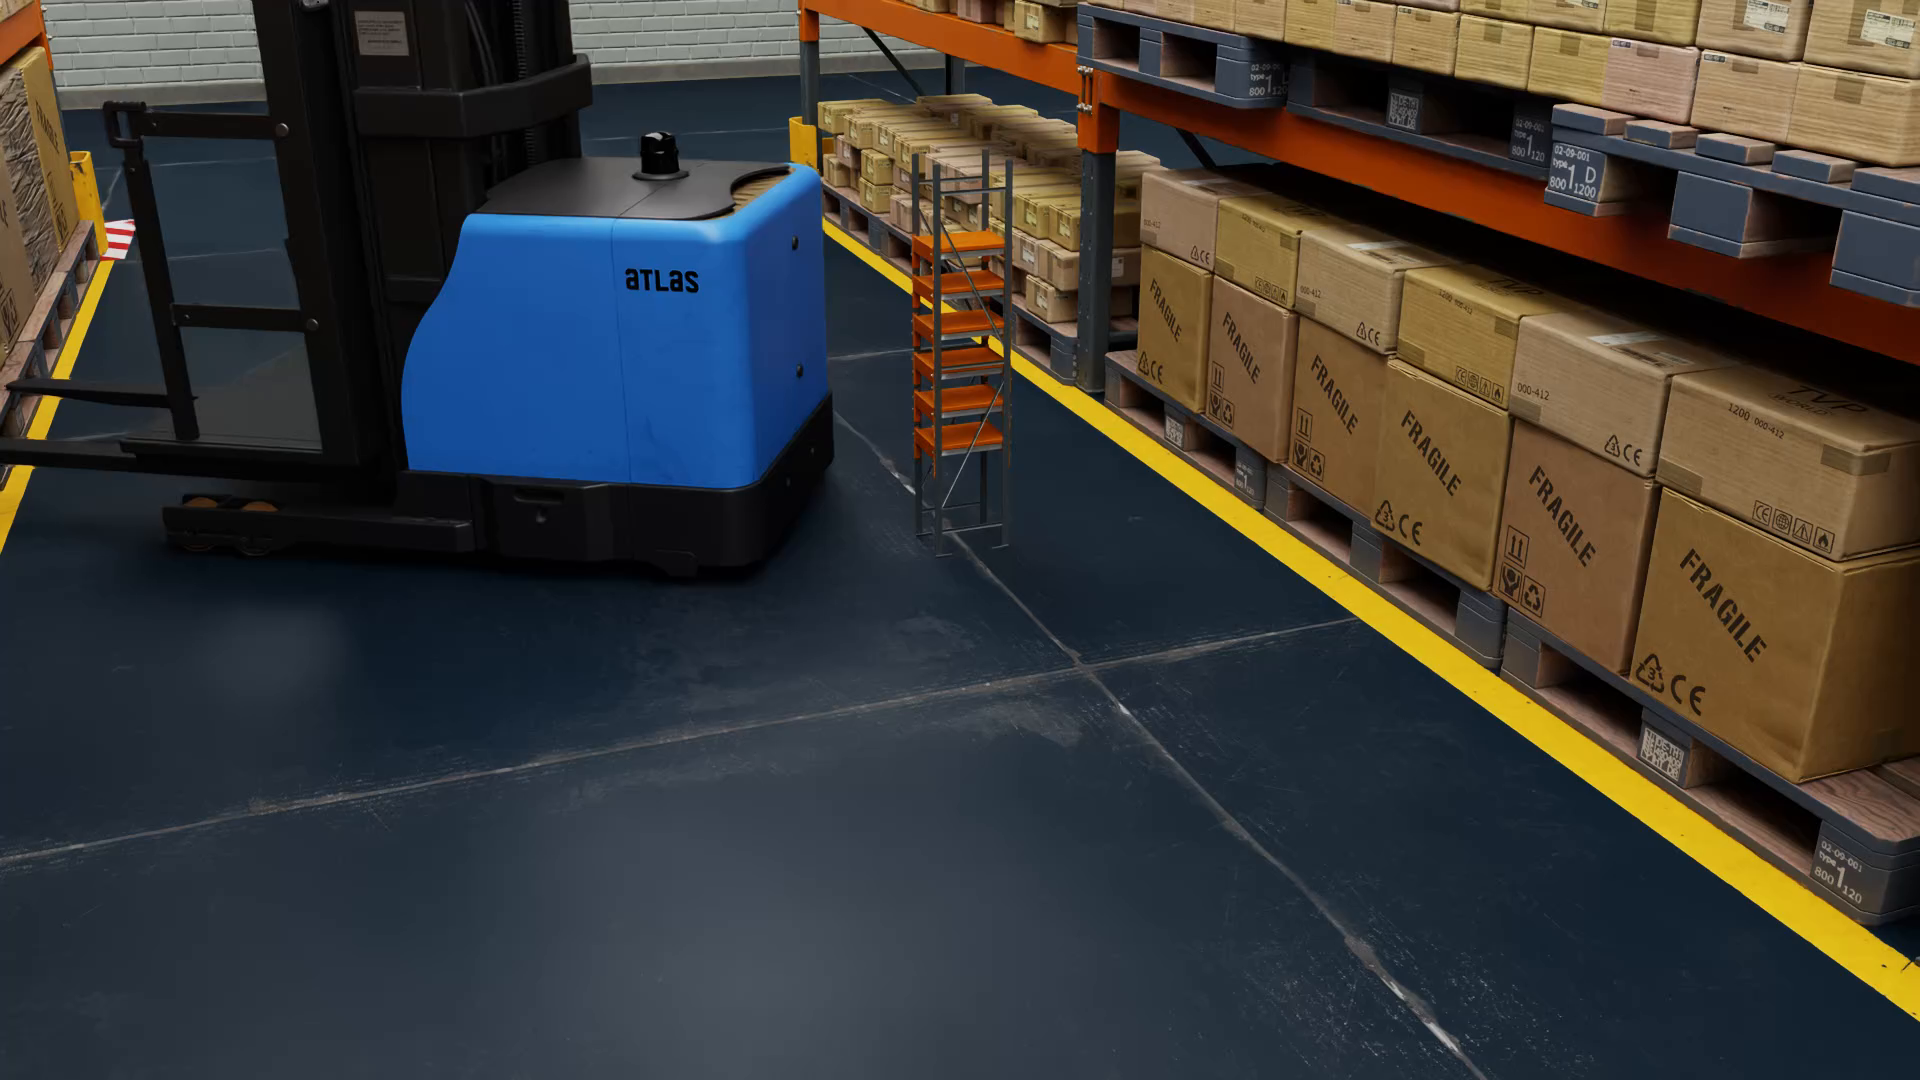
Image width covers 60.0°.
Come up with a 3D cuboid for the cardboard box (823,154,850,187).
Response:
[{"bbox_3d":[-0.573,-2.146,9.609,0.380,0.149,0.250,-8,24,-18],"label":"cardboard box"}]

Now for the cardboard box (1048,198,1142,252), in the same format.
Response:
[{"bbox_3d":[0.585,-1.294,6.823,0.380,0.149,0.250,-8,24,-17],"label":"cardboard box"}]

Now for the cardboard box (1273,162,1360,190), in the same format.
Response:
[{"bbox_3d":[1.454,-1.198,5.943,0.500,0.250,0.500,-9,24,-20],"label":"cardboard box"}]

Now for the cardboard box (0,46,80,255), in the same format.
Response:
[{"bbox_3d":[-4.834,-1.849,7.971,0.875,0.875,0.875,-8,24,-19],"label":"cardboard box"}]

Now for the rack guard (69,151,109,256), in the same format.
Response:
[{"bbox_3d":[-5.143,-1.713,8.671,1.175,0.500,0.348,-8,24,-19],"label":"rack guard"}]

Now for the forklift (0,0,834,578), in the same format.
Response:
[{"bbox_3d":[-1.999,-1.497,5.029,3.031,2.935,1.130,4,23,9],"label":"forklift"}]

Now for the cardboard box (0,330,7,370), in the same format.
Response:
[{"bbox_3d":[-3.880,-0.868,5.643,0.875,0.875,0.875,-8,24,-19],"label":"cardboard box"}]

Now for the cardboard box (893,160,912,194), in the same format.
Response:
[{"bbox_3d":[-0.129,-1.916,8.681,0.380,0.149,0.250,-10,25,-22],"label":"cardboard box"}]

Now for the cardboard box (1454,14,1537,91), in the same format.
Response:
[{"bbox_3d":[1.404,-1.160,3.923,0.380,0.149,0.250,-9,25,-21],"label":"cardboard box"}]

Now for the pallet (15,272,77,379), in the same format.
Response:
[{"bbox_3d":[-4.352,-0.849,6.993,1.003,0.211,1.213,-8,24,-19],"label":"pallet"}]

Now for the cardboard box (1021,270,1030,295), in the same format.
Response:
[{"bbox_3d":[0.483,-1.128,7.195,0.380,0.149,0.250,-8,24,-18],"label":"cardboard box"}]

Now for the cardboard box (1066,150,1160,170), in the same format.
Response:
[{"bbox_3d":[0.722,-1.743,7.888,0.380,0.149,0.250,-8,24,-18],"label":"cardboard box"}]

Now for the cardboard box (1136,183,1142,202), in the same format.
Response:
[{"bbox_3d":[0.984,-1.463,7.222,0.380,0.149,0.250,-7,24,-16],"label":"cardboard box"}]

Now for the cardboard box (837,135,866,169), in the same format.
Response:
[{"bbox_3d":[-0.470,-2.184,9.317,0.380,0.149,0.250,-8,24,-19],"label":"cardboard box"}]

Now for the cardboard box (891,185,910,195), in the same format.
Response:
[{"bbox_3d":[-0.143,-1.785,8.753,0.380,0.149,0.250,-8,24,-19],"label":"cardboard box"}]

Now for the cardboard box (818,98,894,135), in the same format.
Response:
[{"bbox_3d":[-0.592,-2.417,9.487,0.380,0.149,0.250,-10,25,-21],"label":"cardboard box"}]

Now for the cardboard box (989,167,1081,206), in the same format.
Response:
[{"bbox_3d":[0.344,-1.576,7.492,0.380,0.149,0.250,-8,24,-17],"label":"cardboard box"}]

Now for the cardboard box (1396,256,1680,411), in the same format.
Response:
[{"bbox_3d":[1.527,-0.562,4.434,0.500,0.250,0.500,-8,24,-18],"label":"cardboard box"}]

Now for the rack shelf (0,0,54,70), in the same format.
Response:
[{"bbox_3d":[-4.428,-1.798,6.581,1.077,0.370,4.000,-8,24,-19],"label":"rack shelf"}]

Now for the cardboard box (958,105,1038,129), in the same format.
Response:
[{"bbox_3d":[0.210,-2.321,9.258,0.380,0.149,0.250,-9,24,-20],"label":"cardboard box"}]

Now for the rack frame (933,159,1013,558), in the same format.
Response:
[{"bbox_3d":[0.037,-0.514,4.926,0.240,1.200,0.006,-8,24,-19],"label":"rack frame"}]

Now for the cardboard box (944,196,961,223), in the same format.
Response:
[{"bbox_3d":[0.146,-1.621,7.980,0.380,0.149,0.250,-10,25,-21],"label":"cardboard box"}]

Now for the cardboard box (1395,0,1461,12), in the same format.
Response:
[{"bbox_3d":[1.309,-1.394,4.094,0.380,0.149,0.250,-8,24,-18],"label":"cardboard box"}]

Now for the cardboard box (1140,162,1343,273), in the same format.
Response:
[{"bbox_3d":[0.968,-1.129,5.780,0.500,0.250,0.500,-9,25,-21],"label":"cardboard box"}]

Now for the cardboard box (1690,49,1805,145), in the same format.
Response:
[{"bbox_3d":[1.677,-0.878,3.254,0.380,0.149,0.250,-8,24,-19],"label":"cardboard box"}]

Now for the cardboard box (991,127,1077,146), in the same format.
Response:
[{"bbox_3d":[0.379,-2.017,8.538,0.380,0.149,0.250,-9,25,-21],"label":"cardboard box"}]

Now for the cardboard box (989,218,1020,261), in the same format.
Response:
[{"bbox_3d":[0.327,-1.326,7.281,0.380,0.149,0.250,-9,25,-21],"label":"cardboard box"}]

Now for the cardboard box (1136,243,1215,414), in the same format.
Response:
[{"bbox_3d":[0.967,-0.784,5.925,0.500,0.500,0.500,-7,24,-17],"label":"cardboard box"}]

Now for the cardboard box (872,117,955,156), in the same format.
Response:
[{"bbox_3d":[-0.248,-2.146,8.843,0.380,0.149,0.250,-10,25,-22],"label":"cardboard box"}]

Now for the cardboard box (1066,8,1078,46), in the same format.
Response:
[{"bbox_3d":[0.634,-2.003,6.463,0.380,0.149,0.250,-9,24,-20],"label":"cardboard box"}]

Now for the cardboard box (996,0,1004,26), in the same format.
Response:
[{"bbox_3d":[0.376,-2.290,7.144,0.380,0.149,0.250,-9,24,-20],"label":"cardboard box"}]

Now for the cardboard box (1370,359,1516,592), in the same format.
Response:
[{"bbox_3d":[1.508,-0.217,4.582,0.500,0.500,0.500,-9,25,-21],"label":"cardboard box"}]

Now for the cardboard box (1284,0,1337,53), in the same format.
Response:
[{"bbox_3d":[1.129,-1.445,4.598,0.380,0.149,0.250,-9,24,-20],"label":"cardboard box"}]

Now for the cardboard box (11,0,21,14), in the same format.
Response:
[{"bbox_3d":[-4.520,-2.470,7.573,0.380,0.149,0.250,-8,24,-19],"label":"cardboard box"}]

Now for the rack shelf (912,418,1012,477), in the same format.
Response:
[{"bbox_3d":[0.005,-0.286,5.115,0.258,0.103,0.180,-8,24,-19],"label":"rack shelf"}]

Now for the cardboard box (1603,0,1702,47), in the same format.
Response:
[{"bbox_3d":[1.575,-1.117,3.439,0.380,0.149,0.250,-8,24,-18],"label":"cardboard box"}]

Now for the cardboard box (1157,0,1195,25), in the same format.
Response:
[{"bbox_3d":[0.851,-1.727,5.268,0.380,0.149,0.250,-8,24,-19],"label":"cardboard box"}]

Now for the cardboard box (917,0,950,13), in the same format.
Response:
[{"bbox_3d":[0.015,-2.561,7.788,0.380,0.149,0.250,-8,24,-18],"label":"cardboard box"}]

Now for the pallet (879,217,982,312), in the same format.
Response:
[{"bbox_3d":[0.249,-1.445,8.407,1.003,0.211,1.213,-8,24,-19],"label":"pallet"}]

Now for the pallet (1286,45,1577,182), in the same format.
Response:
[{"bbox_3d":[1.630,-1.219,4.526,1.003,0.211,1.213,-8,24,-19],"label":"pallet"}]

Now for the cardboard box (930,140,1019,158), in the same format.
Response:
[{"bbox_3d":[0.070,-1.864,8.173,0.380,0.149,0.250,-8,24,-19],"label":"cardboard box"}]

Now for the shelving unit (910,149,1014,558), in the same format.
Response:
[{"bbox_3d":[0.005,-0.548,5.004,0.258,1.200,0.189,-8,24,-19],"label":"shelving unit"}]

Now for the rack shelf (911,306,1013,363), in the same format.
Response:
[{"bbox_3d":[0.005,-0.617,4.975,0.258,0.103,0.180,-8,24,-19],"label":"rack shelf"}]

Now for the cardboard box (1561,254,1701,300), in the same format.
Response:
[{"bbox_3d":[2.008,-0.630,4.595,0.500,0.250,0.500,-8,24,-19],"label":"cardboard box"}]

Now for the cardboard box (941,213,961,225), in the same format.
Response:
[{"bbox_3d":[0.102,-1.502,8.083,0.380,0.149,0.250,-8,24,-18],"label":"cardboard box"}]

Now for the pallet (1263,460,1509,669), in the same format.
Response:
[{"bbox_3d":[1.665,-0.035,5.062,1.003,0.211,1.213,-8,24,-19],"label":"pallet"}]

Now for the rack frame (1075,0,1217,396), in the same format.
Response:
[{"bbox_3d":[0.954,-2.047,6.244,1.000,3.000,0.127,-8,24,-19],"label":"rack frame"}]
